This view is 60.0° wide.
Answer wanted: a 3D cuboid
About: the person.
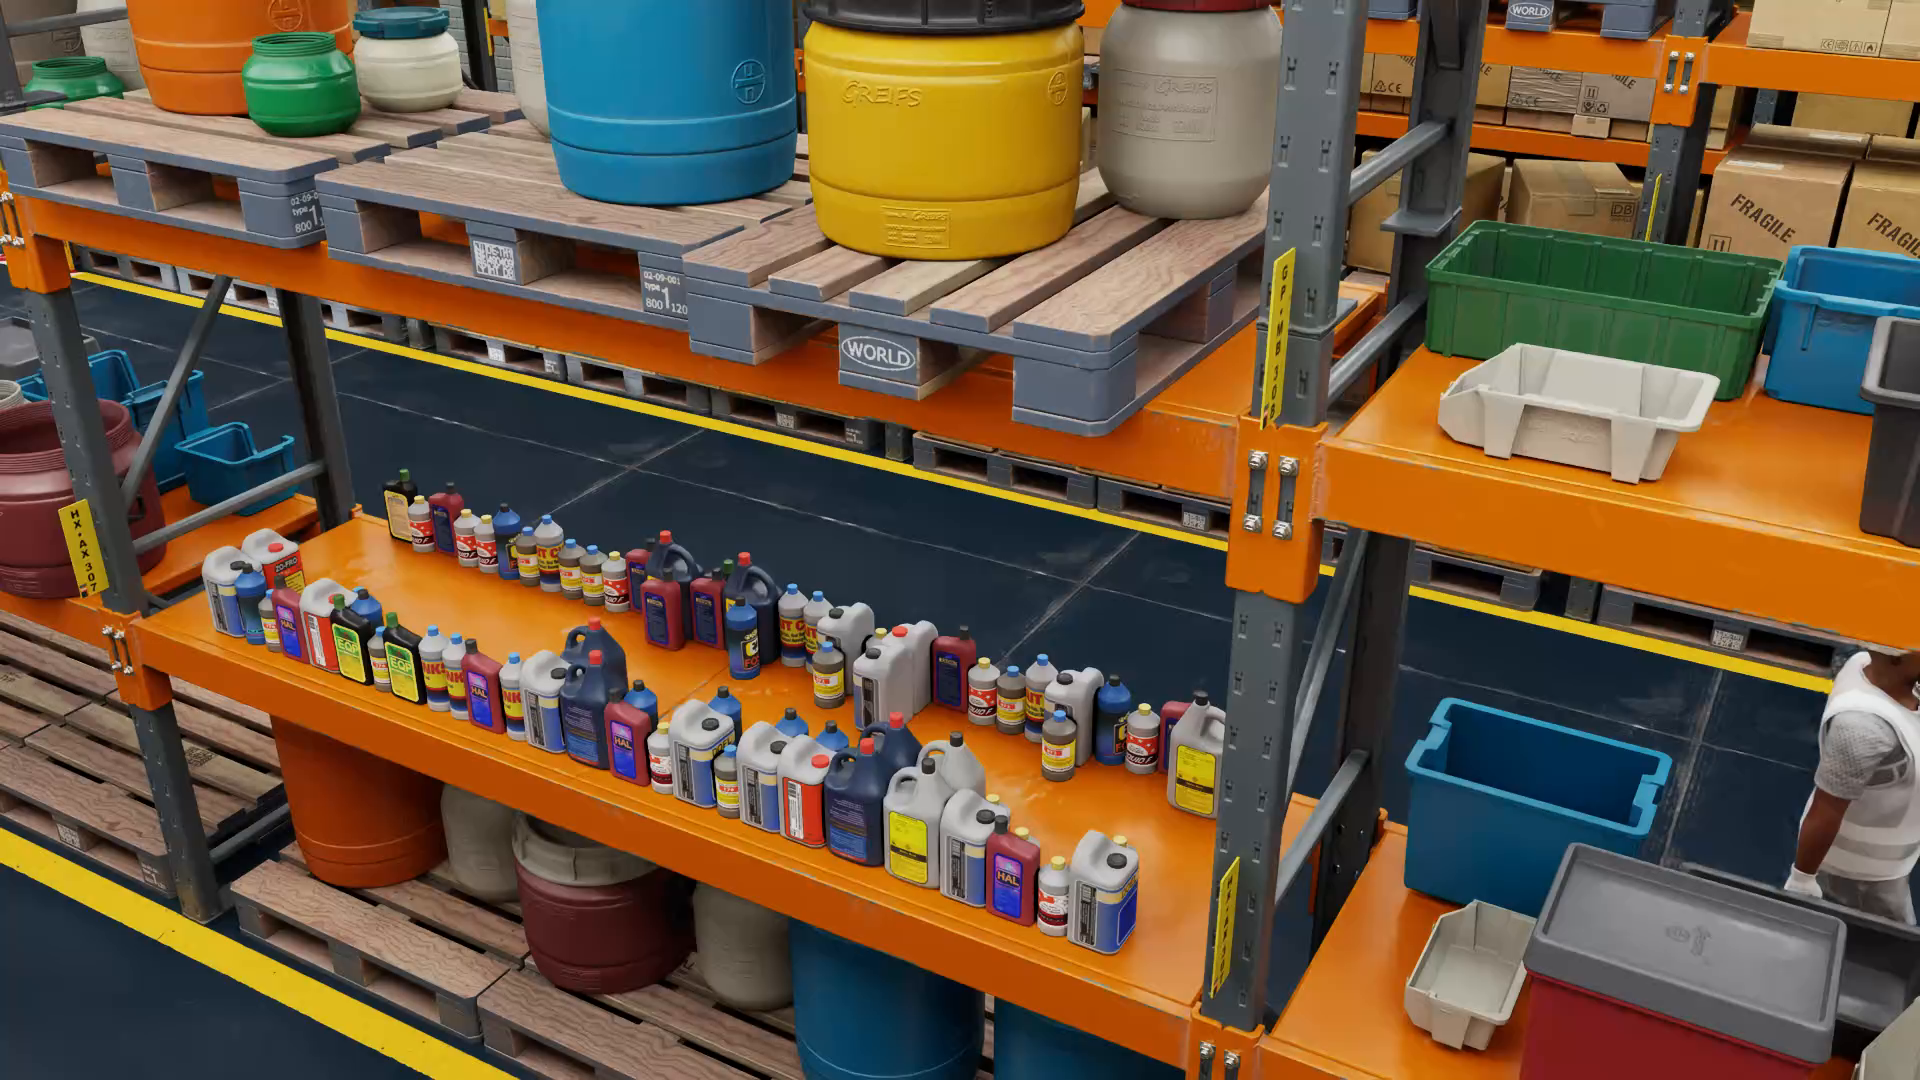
[{"bbox_3d":[2.875,0.971,5.098,0.874,1.760,0.603,15,30,28],"label":"person"}]
